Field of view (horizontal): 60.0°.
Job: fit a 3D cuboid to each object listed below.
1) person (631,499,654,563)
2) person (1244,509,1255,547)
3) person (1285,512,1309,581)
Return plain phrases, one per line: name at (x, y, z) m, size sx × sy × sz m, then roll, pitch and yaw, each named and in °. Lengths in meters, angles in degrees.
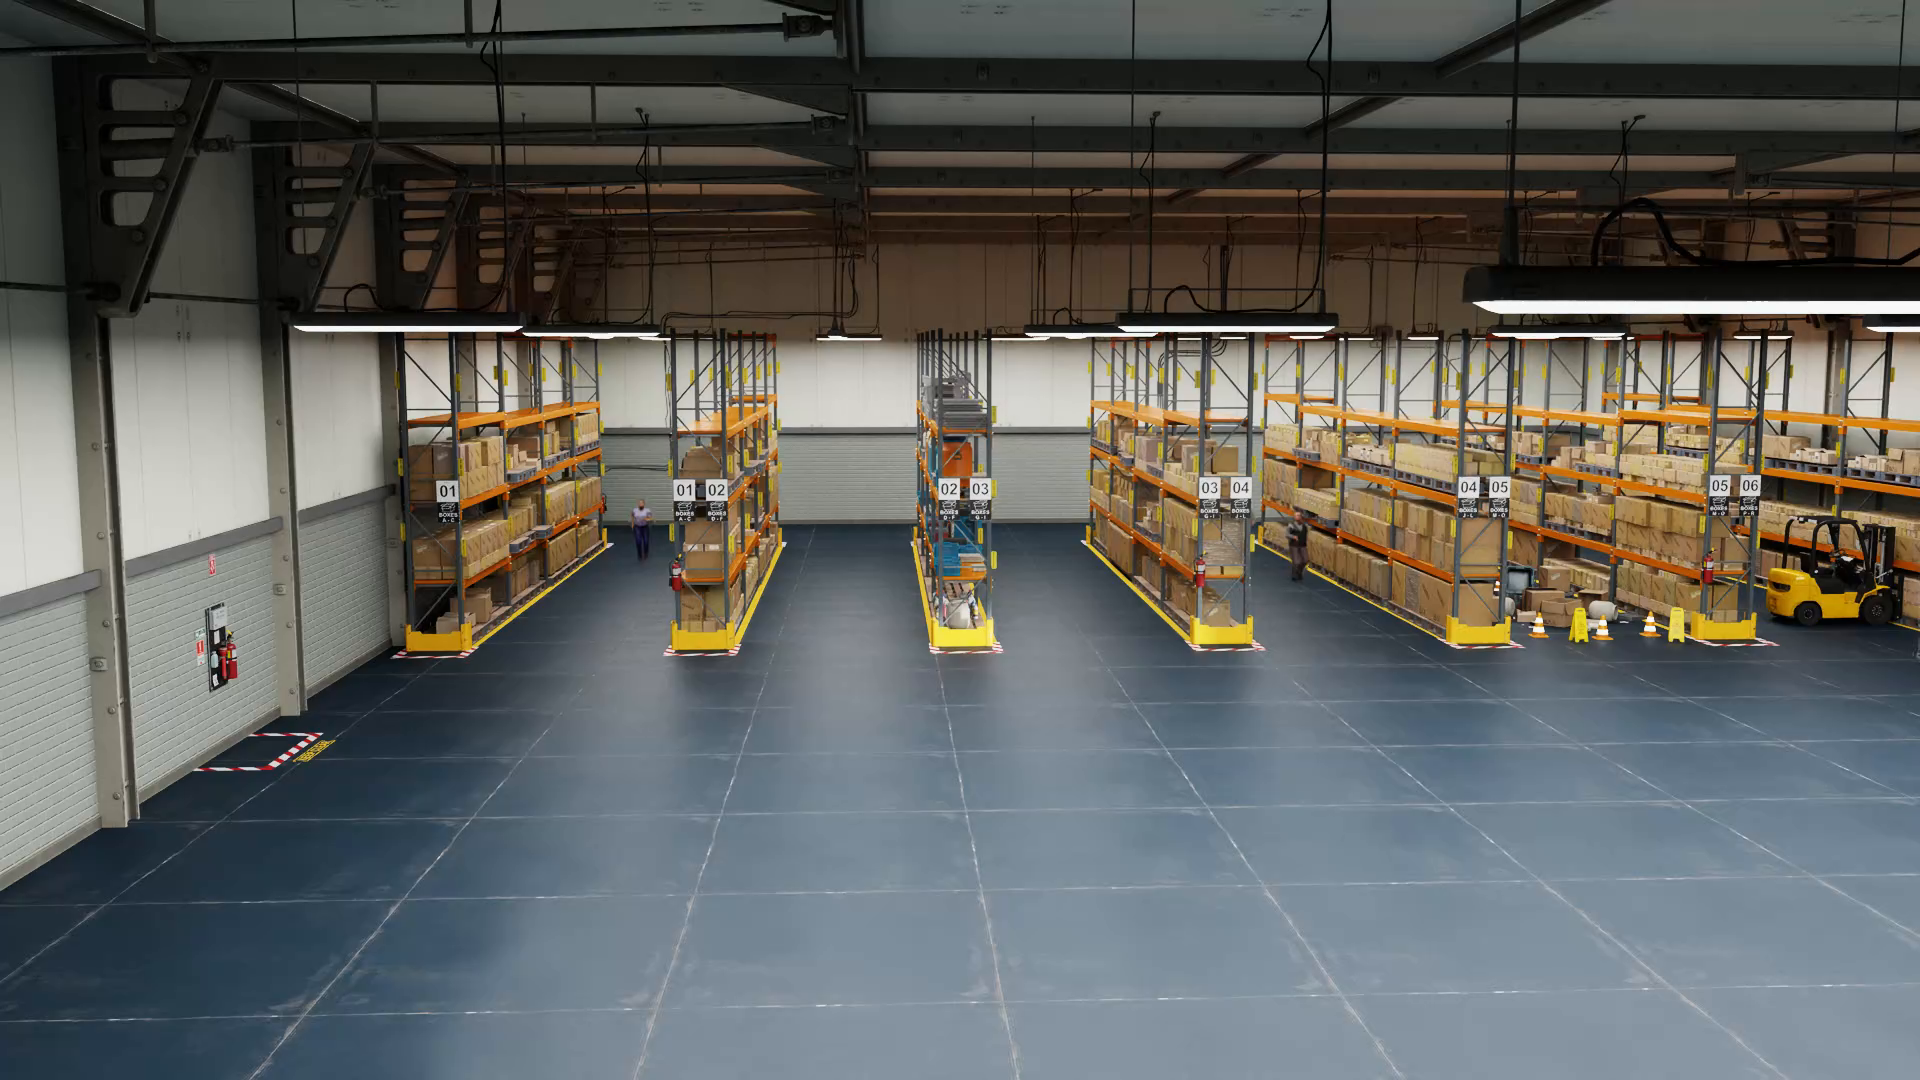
person at (-8.352, -0.263, 43.712) m, size 0.605 × 1.638 × 0.917 m, roll -1°, pitch 7°, yaw -9°
person at (7.639, -0.287, 44.538) m, size 0.536 × 1.572 × 0.530 m, roll 0°, pitch 7°, yaw 3°
person at (8.148, 0.172, 39.956) m, size 0.647 × 1.682 × 0.602 m, roll -1°, pitch 7°, yaw -10°
